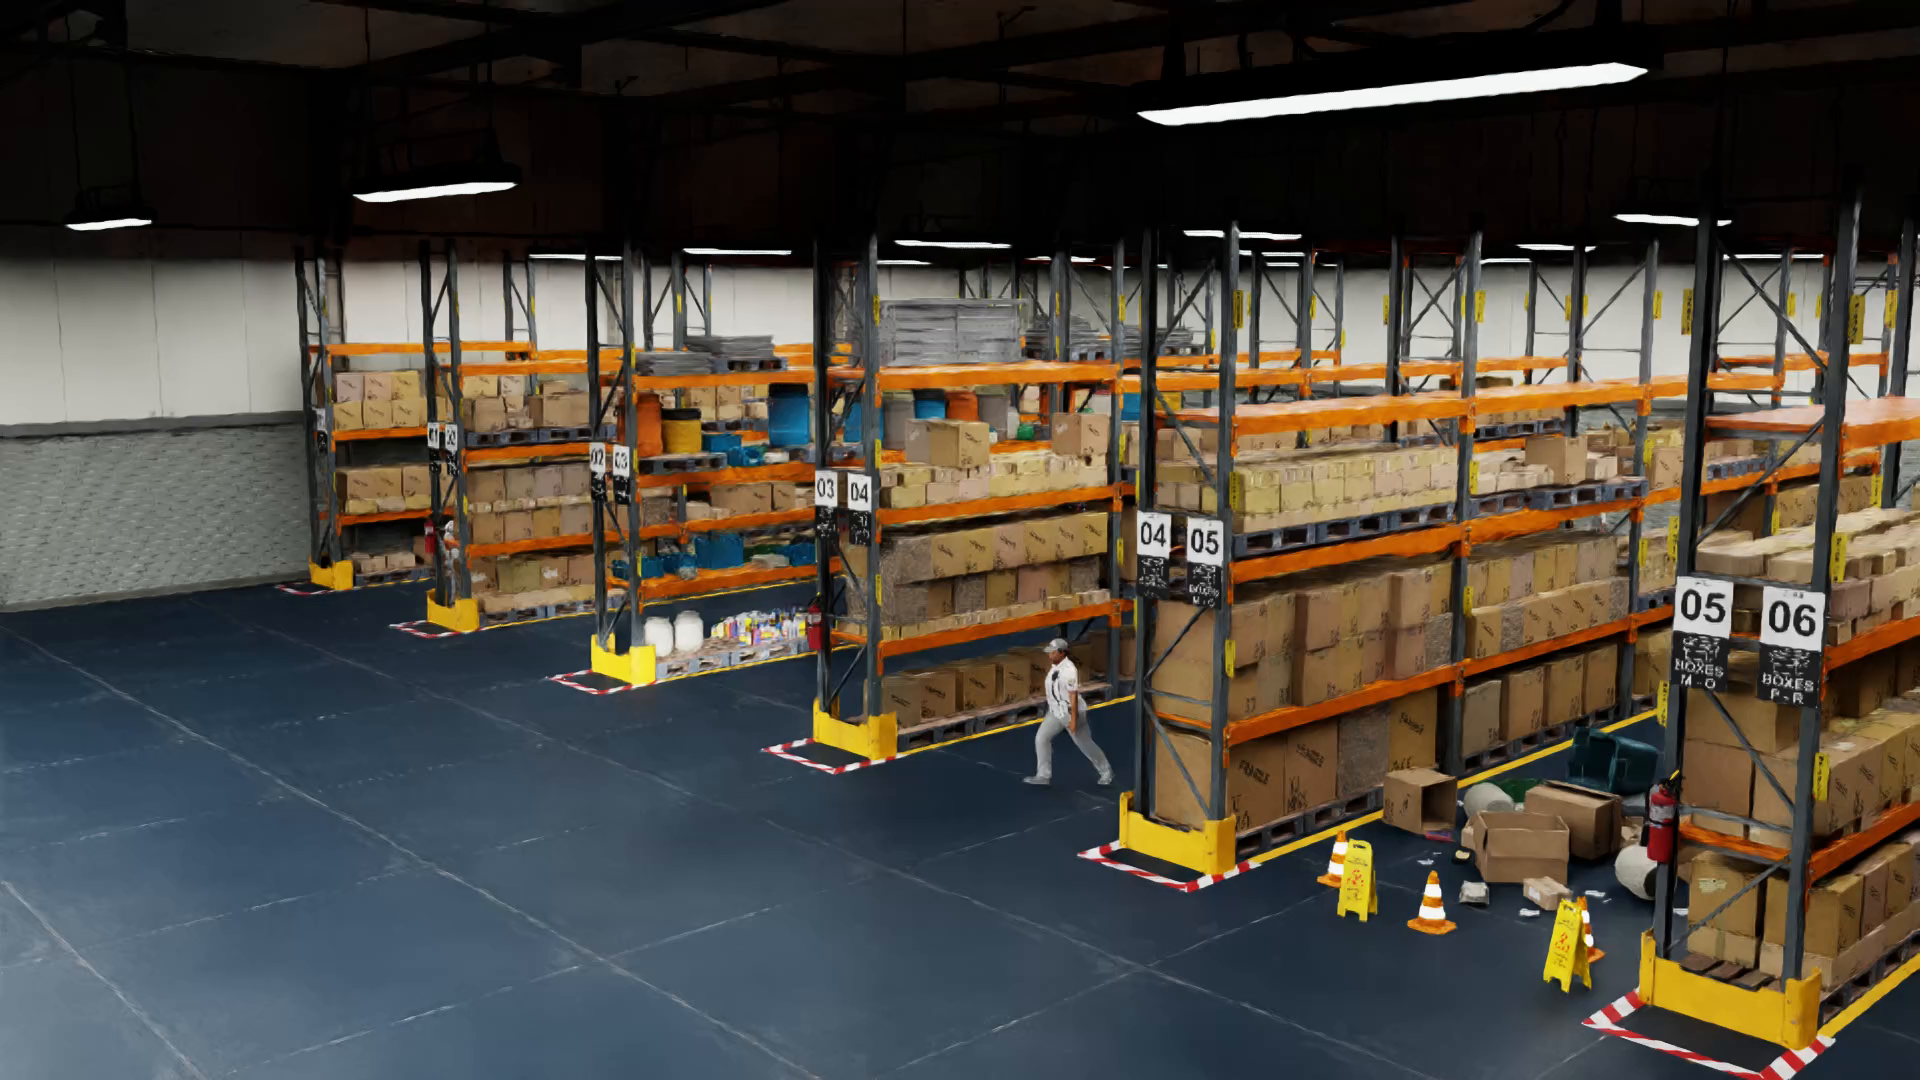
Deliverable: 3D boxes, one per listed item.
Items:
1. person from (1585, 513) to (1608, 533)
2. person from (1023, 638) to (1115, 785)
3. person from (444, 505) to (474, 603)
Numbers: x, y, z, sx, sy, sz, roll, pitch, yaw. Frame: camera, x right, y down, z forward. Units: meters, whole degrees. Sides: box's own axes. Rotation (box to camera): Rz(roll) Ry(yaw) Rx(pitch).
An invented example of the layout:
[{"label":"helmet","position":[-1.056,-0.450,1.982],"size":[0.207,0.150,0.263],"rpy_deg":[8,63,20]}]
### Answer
[{"label":"person","position":[12.256,-0.266,31.860],"size":[0.866,1.531,0.462],"rpy_deg":[-3,9,-21]},{"label":"person","position":[1.170,1.815,17.540],"size":[0.935,1.599,0.527],"rpy_deg":[-3,9,-22]},{"label":"person","position":[-8.432,0.224,28.051],"size":[0.525,1.675,0.459],"rpy_deg":[-2,9,-11]}]
